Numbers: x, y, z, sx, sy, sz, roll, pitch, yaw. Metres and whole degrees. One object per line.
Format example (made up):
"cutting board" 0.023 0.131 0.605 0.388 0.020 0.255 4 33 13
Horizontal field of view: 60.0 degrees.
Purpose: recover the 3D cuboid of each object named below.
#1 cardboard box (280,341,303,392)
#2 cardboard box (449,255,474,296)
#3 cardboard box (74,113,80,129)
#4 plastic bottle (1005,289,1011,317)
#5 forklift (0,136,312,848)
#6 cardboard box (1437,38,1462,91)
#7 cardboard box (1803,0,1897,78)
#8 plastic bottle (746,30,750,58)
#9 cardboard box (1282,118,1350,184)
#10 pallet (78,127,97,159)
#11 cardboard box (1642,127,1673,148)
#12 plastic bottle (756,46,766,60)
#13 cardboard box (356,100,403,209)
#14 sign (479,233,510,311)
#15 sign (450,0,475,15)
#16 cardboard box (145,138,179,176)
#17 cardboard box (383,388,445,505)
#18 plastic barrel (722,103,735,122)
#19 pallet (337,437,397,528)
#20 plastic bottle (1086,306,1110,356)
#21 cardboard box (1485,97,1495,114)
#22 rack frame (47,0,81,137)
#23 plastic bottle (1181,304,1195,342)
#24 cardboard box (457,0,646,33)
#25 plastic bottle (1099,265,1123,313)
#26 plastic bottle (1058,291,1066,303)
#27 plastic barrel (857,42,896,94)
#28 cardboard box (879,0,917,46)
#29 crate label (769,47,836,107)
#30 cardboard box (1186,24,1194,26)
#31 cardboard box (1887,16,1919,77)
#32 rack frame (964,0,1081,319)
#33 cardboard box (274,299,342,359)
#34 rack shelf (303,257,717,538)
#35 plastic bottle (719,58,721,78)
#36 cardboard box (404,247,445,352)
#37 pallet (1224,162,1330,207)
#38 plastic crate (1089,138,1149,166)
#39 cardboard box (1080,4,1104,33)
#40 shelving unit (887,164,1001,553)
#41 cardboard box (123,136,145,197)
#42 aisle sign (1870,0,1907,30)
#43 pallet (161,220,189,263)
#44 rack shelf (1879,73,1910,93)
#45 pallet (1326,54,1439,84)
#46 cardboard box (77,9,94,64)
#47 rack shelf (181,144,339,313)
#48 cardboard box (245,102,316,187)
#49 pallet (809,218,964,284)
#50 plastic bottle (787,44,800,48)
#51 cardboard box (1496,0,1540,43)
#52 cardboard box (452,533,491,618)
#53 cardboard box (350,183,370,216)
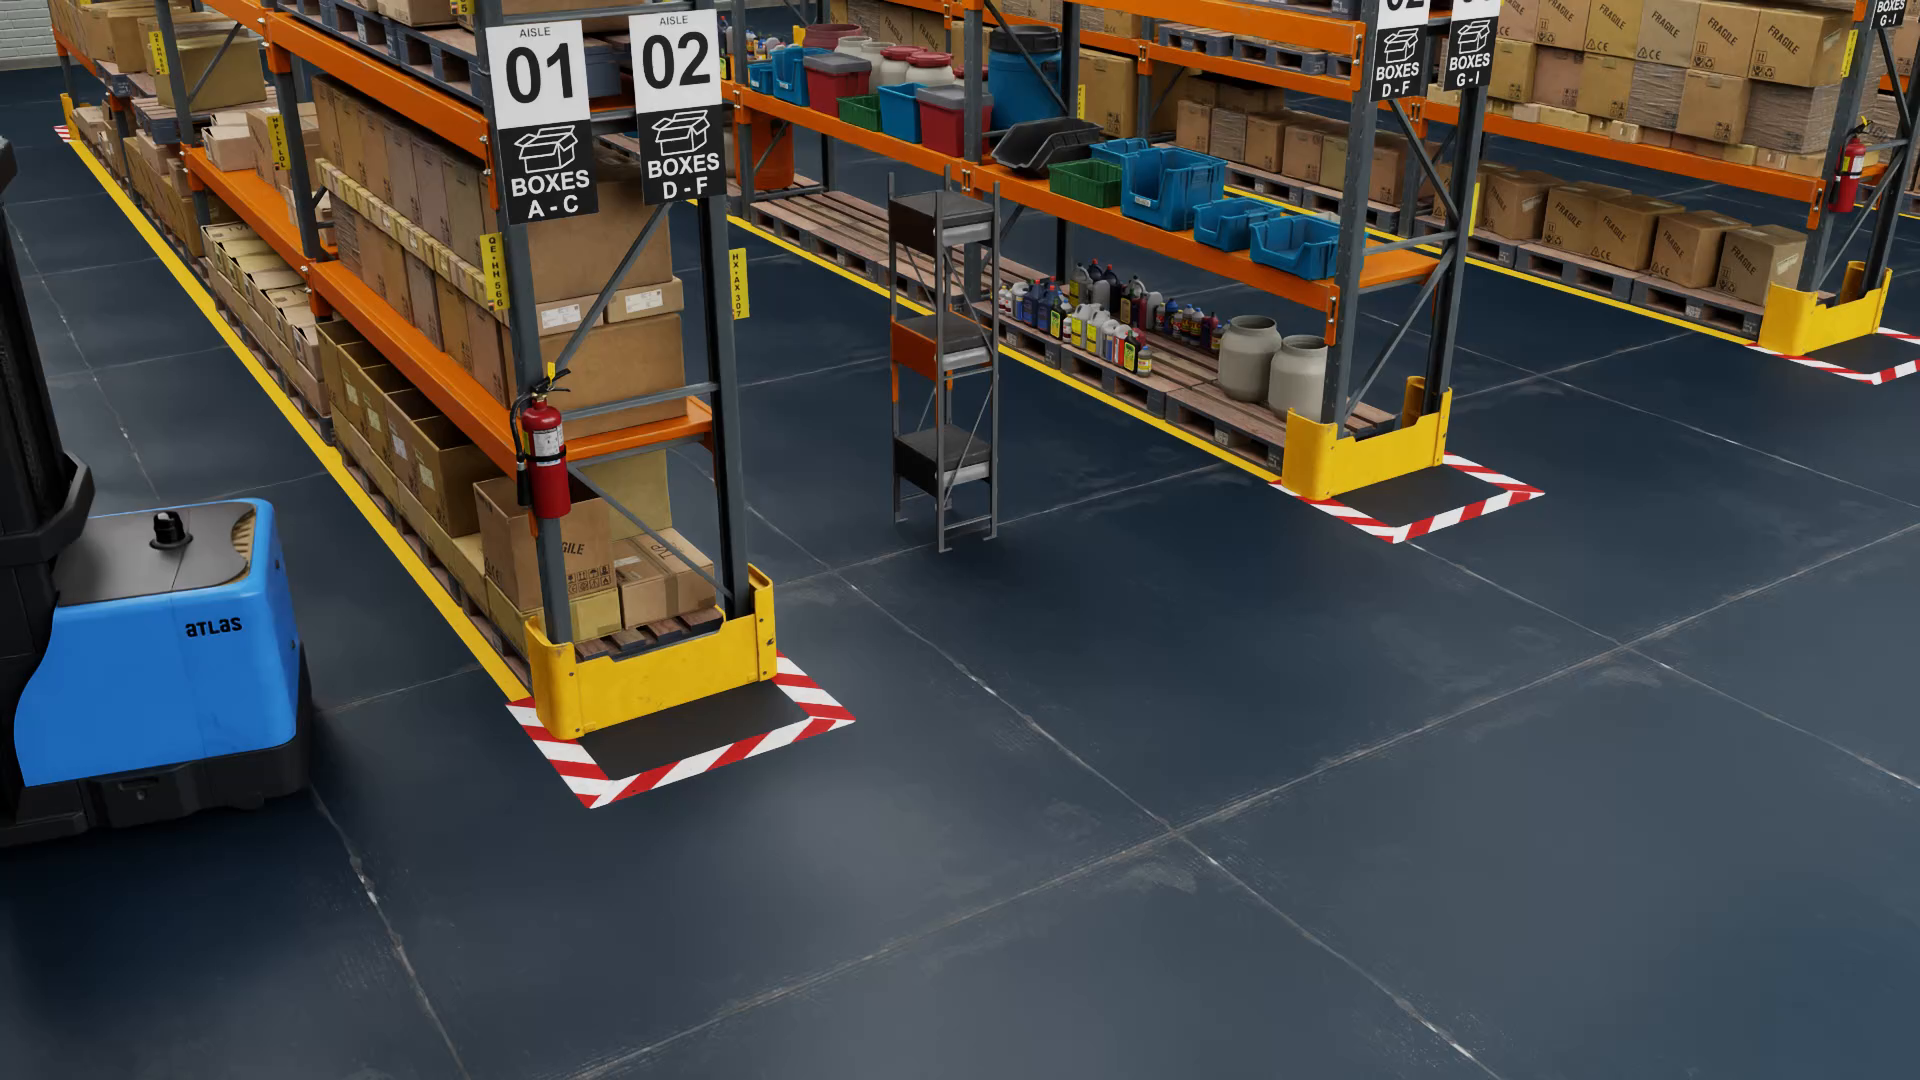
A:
"cardboard box" -4.415 -1.255 11.625 0.500 0.250 0.500 -16 30 -30
"cardboard box" -2.275 -1.322 8.160 0.380 0.149 0.250 -15 29 -29
"cardboard box" -10.145 -4.937 19.499 0.380 0.166 0.250 -16 29 -30
"plastic bottle" 0.399 -1.844 12.906 0.097 0.201 0.097 0 25 0
"forklift" -4.448 -0.169 6.674 3.031 2.935 1.130 -8 26 -17
"cardboard box" 4.825 -4.358 15.003 0.875 0.500 0.500 -16 29 -30
"cardboard box" 6.743 -3.815 12.682 0.500 0.500 0.500 -16 29 -30
"plastic bottle" -2.212 -5.181 17.362 0.097 0.271 0.097 0 25 0
"cardboard box" 3.764 -4.022 17.169 0.700 0.500 0.500 -18 31 -34
"pallet" -9.744 -4.766 19.598 1.003 0.211 1.213 -16 29 -30
"cardboard box" 5.790 -3.307 13.535 0.380 0.149 0.250 -16 29 -30
"plastic bottle" -2.015 -4.901 16.850 0.097 0.201 0.097 0 25 0
"cardboard box" -2.874 -2.162 9.179 0.700 0.500 0.500 -16 29 -30
"sign" -1.949 -1.125 6.986 0.100 0.325 0.005 -16 29 -30
"sign" -1.949 -2.216 6.472 0.100 0.325 0.005 -16 29 -30
"cardboard box" -7.158 -3.549 15.289 0.500 0.250 0.500 -16 30 -31
"cardboard box" -2.859 -0.558 9.268 0.500 0.500 0.500 -16 29 -30
"plastic barrel" -2.600 -4.305 17.688 0.600 0.588 0.708 -16 29 -30
"pallet" -3.272 -0.492 10.544 1.003 0.211 1.213 -16 29 -30
"plastic bottle" 1.011 -1.529 12.064 0.144 0.351 0.185 -14 29 -27
"cardboard box" 4.782 -3.918 14.830 0.380 0.149 0.250 -16 29 -30
"rack frame" -10.222 -6.339 19.664 1.000 3.000 0.127 -16 29 -30
"plastic bottle" 1.695 -1.614 12.335 0.097 0.271 0.097 0 25 0
"cardboard box" -1.797 -2.479 7.197 0.797 0.503 0.637 -13 28 -26
"plastic bottle" 1.179 -1.969 12.995 0.144 0.351 0.185 -17 30 -32
"plastic bottle" 0.755 -1.756 12.636 0.097 0.271 0.097 0 25 0
"plastic barrel" -0.732 -4.212 15.028 0.421 0.512 0.421 0 25 0
"cardboard box" -0.521 -7.021 23.106 0.875 0.875 0.875 -16 29 -30
"crate label" -1.386 -4.228 15.151 0.502 0.435 0.616 -16 29 -30
"cardboard box" 2.776 -5.836 17.990 0.500 0.500 0.500 -20 32 -36
"cardboard box" 9.569 -5.000 16.653 0.875 0.550 0.550 -16 29 -30
"rack frame" 0.481 -3.200 13.014 1.000 3.000 0.127 -16 29 -30
"cardboard box" -4.421 -1.510 11.506 0.500 0.311 0.500 -15 29 -28
"rack shelf" -2.579 -1.006 9.210 1.077 0.370 4.000 -16 29 -30
"plastic bottle" -2.328 -4.631 16.280 0.097 0.201 0.097 0 25 0
"cardboard box" -2.579 -1.384 9.052 0.700 0.500 0.500 -15 29 -28
"pallet" 3.535 -3.808 17.569 1.003 0.211 1.213 -16 29 -30
"plastic crate" 1.313 -2.800 12.342 0.499 0.251 0.616 -16 29 -30
"cardboard box" 1.703 -6.128 19.101 0.500 0.500 0.500 -16 30 -30
"shelving unit" -0.090 -1.009 9.427 0.431 2.100 0.503 -16 29 -30
"cardboard box" -7.978 -3.747 16.586 0.500 0.500 0.500 -17 30 -32
"aisle sign" 6.597 -4.007 11.679 0.394 0.787 0.004 -16 29 -30
"pallet" -6.892 -2.928 15.706 1.003 0.211 1.213 -16 29 -30
"rack shelf" 9.934 -4.433 16.470 1.077 0.370 4.000 -16 29 -30
"pallet" 4.336 -4.575 16.151 1.003 0.211 1.213 -16 29 -30
"cardboard box" -8.808 -5.256 17.254 0.500 0.500 0.500 -15 29 -28
"rack shelf" -4.763 -2.437 12.241 1.077 0.370 4.000 -16 29 -30
"cardboard box" -4.925 -2.926 12.318 0.500 0.500 0.500 -17 30 -32
"pallet" -0.650 -2.647 15.111 1.003 0.211 1.213 -16 29 -30
"plastic bottle" -1.668 -4.805 16.559 0.152 0.276 0.135 -16 29 -30
"cardboard box" 4.938 -4.587 14.317 0.500 0.500 0.500 -16 29 -30
"cardboard box" -2.311 0.138 8.672 0.500 0.250 0.500 -16 29 -30
"cardboard box" -3.263 -1.969 9.530 0.380 0.149 0.250 -16 30 -30
